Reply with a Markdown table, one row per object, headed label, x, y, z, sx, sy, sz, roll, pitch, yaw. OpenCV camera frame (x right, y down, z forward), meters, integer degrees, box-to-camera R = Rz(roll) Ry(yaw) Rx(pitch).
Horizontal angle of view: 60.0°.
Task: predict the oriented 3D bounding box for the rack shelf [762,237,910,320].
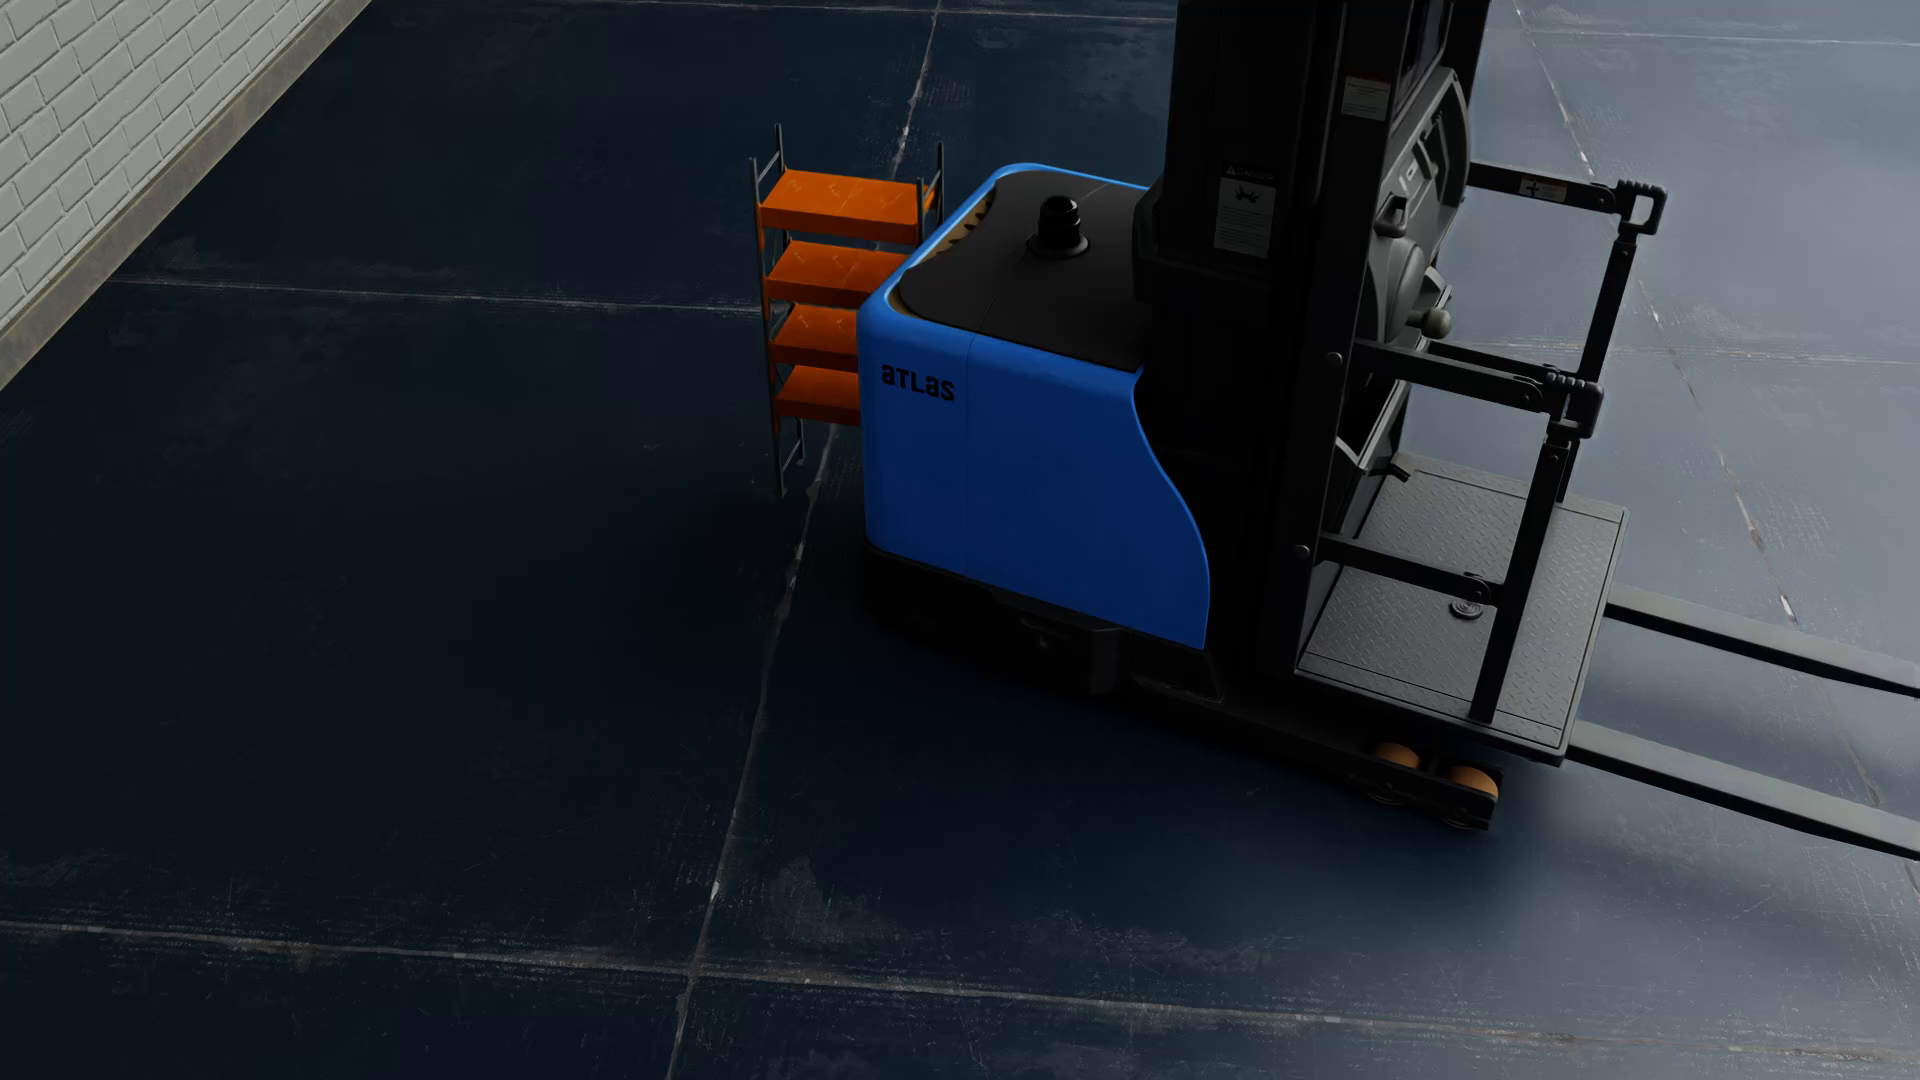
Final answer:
| label | x | y | z | sx | sy | sz | roll | pitch | yaw |
| --- | --- | --- | --- | --- | --- | --- | --- | --- | --- |
| rack shelf | -0.320 | -0.757 | 4.981 | 0.480 | 0.148 | 0.258 | 9 | 40 | 11 |

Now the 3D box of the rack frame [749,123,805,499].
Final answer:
| label | x | y | z | sx | sy | sz | roll | pitch | yaw |
| --- | --- | --- | --- | --- | --- | --- | --- | --- | --- |
| rack frame | -0.557 | -0.673 | 5.126 | 0.015 | 1.200 | 0.240 | 9 | 40 | 11 |

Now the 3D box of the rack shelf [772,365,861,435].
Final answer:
| label | x | y | z | sx | sy | sz | roll | pitch | yaw |
| --- | --- | --- | --- | --- | --- | --- | --- | --- | --- |
| rack shelf | -0.320 | -0.429 | 5.248 | 0.480 | 0.148 | 0.258 | 9 | 40 | 11 |

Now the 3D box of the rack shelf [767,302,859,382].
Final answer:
| label | x | y | z | sx | sy | sz | roll | pitch | yaw |
| --- | --- | --- | --- | --- | --- | --- | --- | --- | --- |
| rack shelf | -0.320 | -0.583 | 5.122 | 0.480 | 0.148 | 0.258 | 9 | 40 | 11 |

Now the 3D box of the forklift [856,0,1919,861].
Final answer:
| label | x | y | z | sx | sy | sz | roll | pitch | yaw |
| --- | --- | --- | --- | --- | --- | --- | --- | --- | --- |
| forklift | 1.271 | -0.770 | 3.874 | 3.031 | 2.935 | 1.130 | 17 | 42 | 20 |

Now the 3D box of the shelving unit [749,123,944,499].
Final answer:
| label | x | y | z | sx | sy | sz | roll | pitch | yaw |
| --- | --- | --- | --- | --- | --- | --- | --- | --- | --- |
| shelving unit | -0.320 | -0.635 | 5.080 | 0.503 | 1.200 | 0.258 | 9 | 40 | 11 |

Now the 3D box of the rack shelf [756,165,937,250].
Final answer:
| label | x | y | z | sx | sy | sz | roll | pitch | yaw |
| --- | --- | --- | --- | --- | --- | --- | --- | --- | --- |
| rack shelf | -0.320 | -0.940 | 4.832 | 0.480 | 0.148 | 0.258 | 9 | 40 | 11 |

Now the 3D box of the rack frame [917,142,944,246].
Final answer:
| label | x | y | z | sx | sy | sz | roll | pitch | yaw |
| --- | --- | --- | --- | --- | --- | --- | --- | --- | --- |
| rack frame | -0.083 | -0.598 | 5.034 | 0.015 | 1.200 | 0.240 | 9 | 40 | 11 |
